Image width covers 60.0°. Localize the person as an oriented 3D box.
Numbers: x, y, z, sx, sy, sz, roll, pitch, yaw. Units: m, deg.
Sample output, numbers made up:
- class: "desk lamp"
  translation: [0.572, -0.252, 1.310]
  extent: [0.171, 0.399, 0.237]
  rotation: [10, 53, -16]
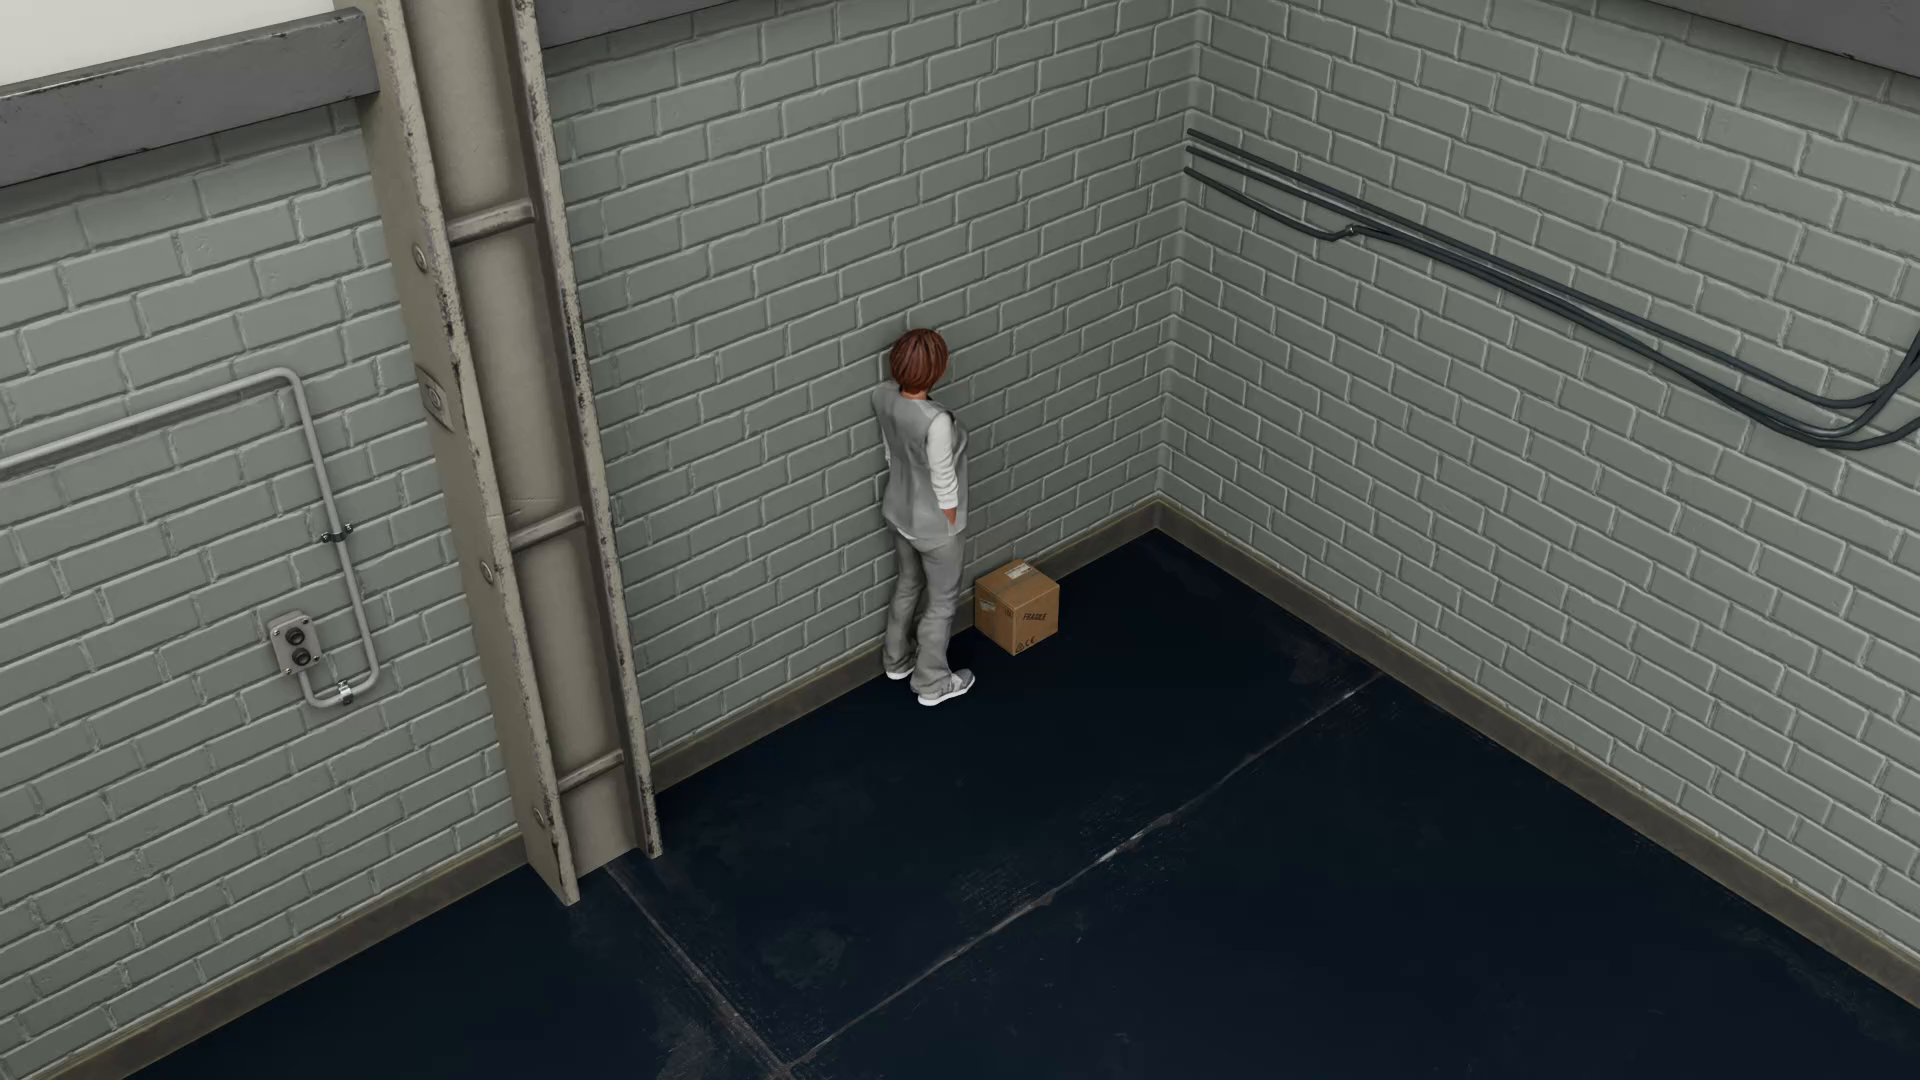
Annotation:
- class: "person"
  translation: [-0.143, -0.087, 6.278]
  extent: [0.309, 1.594, 0.406]
  rotation: [-25, 43, -30]
